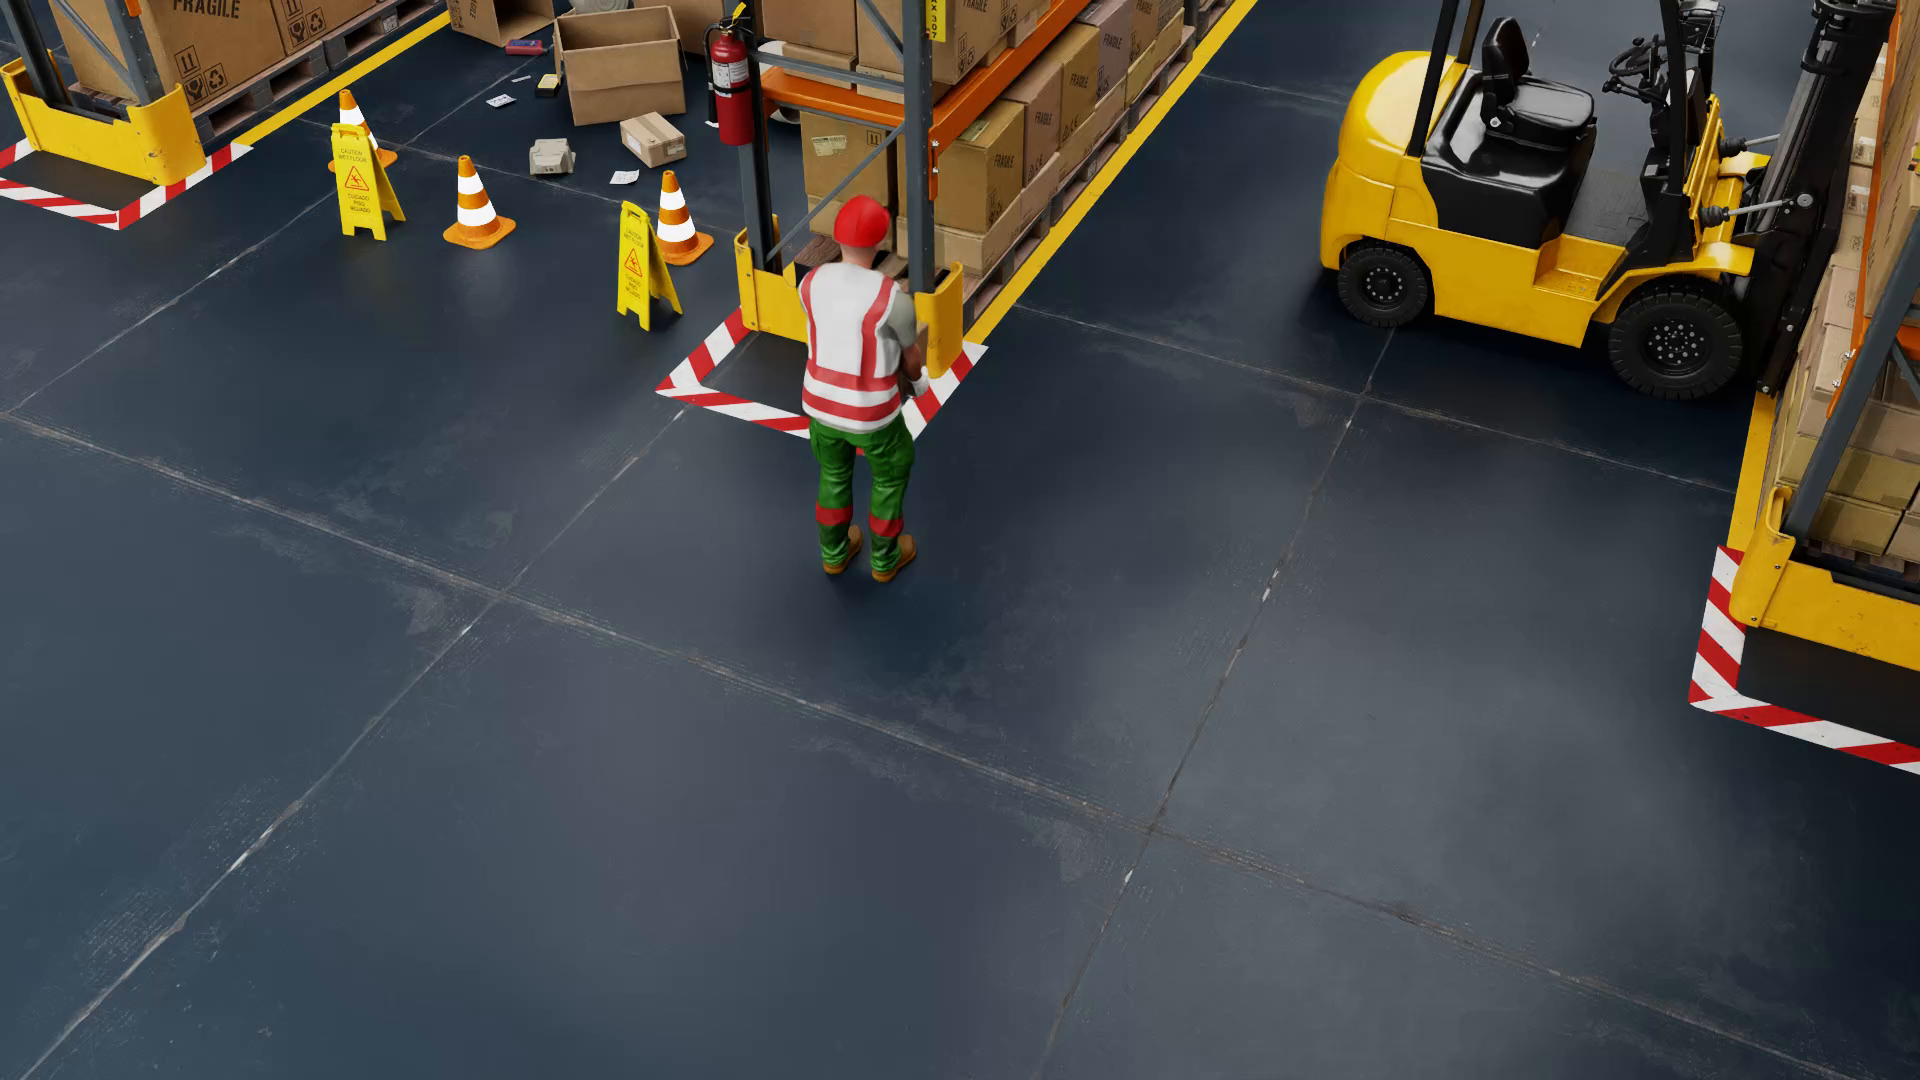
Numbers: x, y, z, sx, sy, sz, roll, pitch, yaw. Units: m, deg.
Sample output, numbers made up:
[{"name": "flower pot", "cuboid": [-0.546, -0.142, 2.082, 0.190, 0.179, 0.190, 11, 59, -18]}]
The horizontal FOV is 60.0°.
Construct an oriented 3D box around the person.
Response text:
[{"name": "person", "cuboid": [-0.394, -0.604, 6.841, 0.491, 1.760, 0.584, 16, 44, 18]}]
